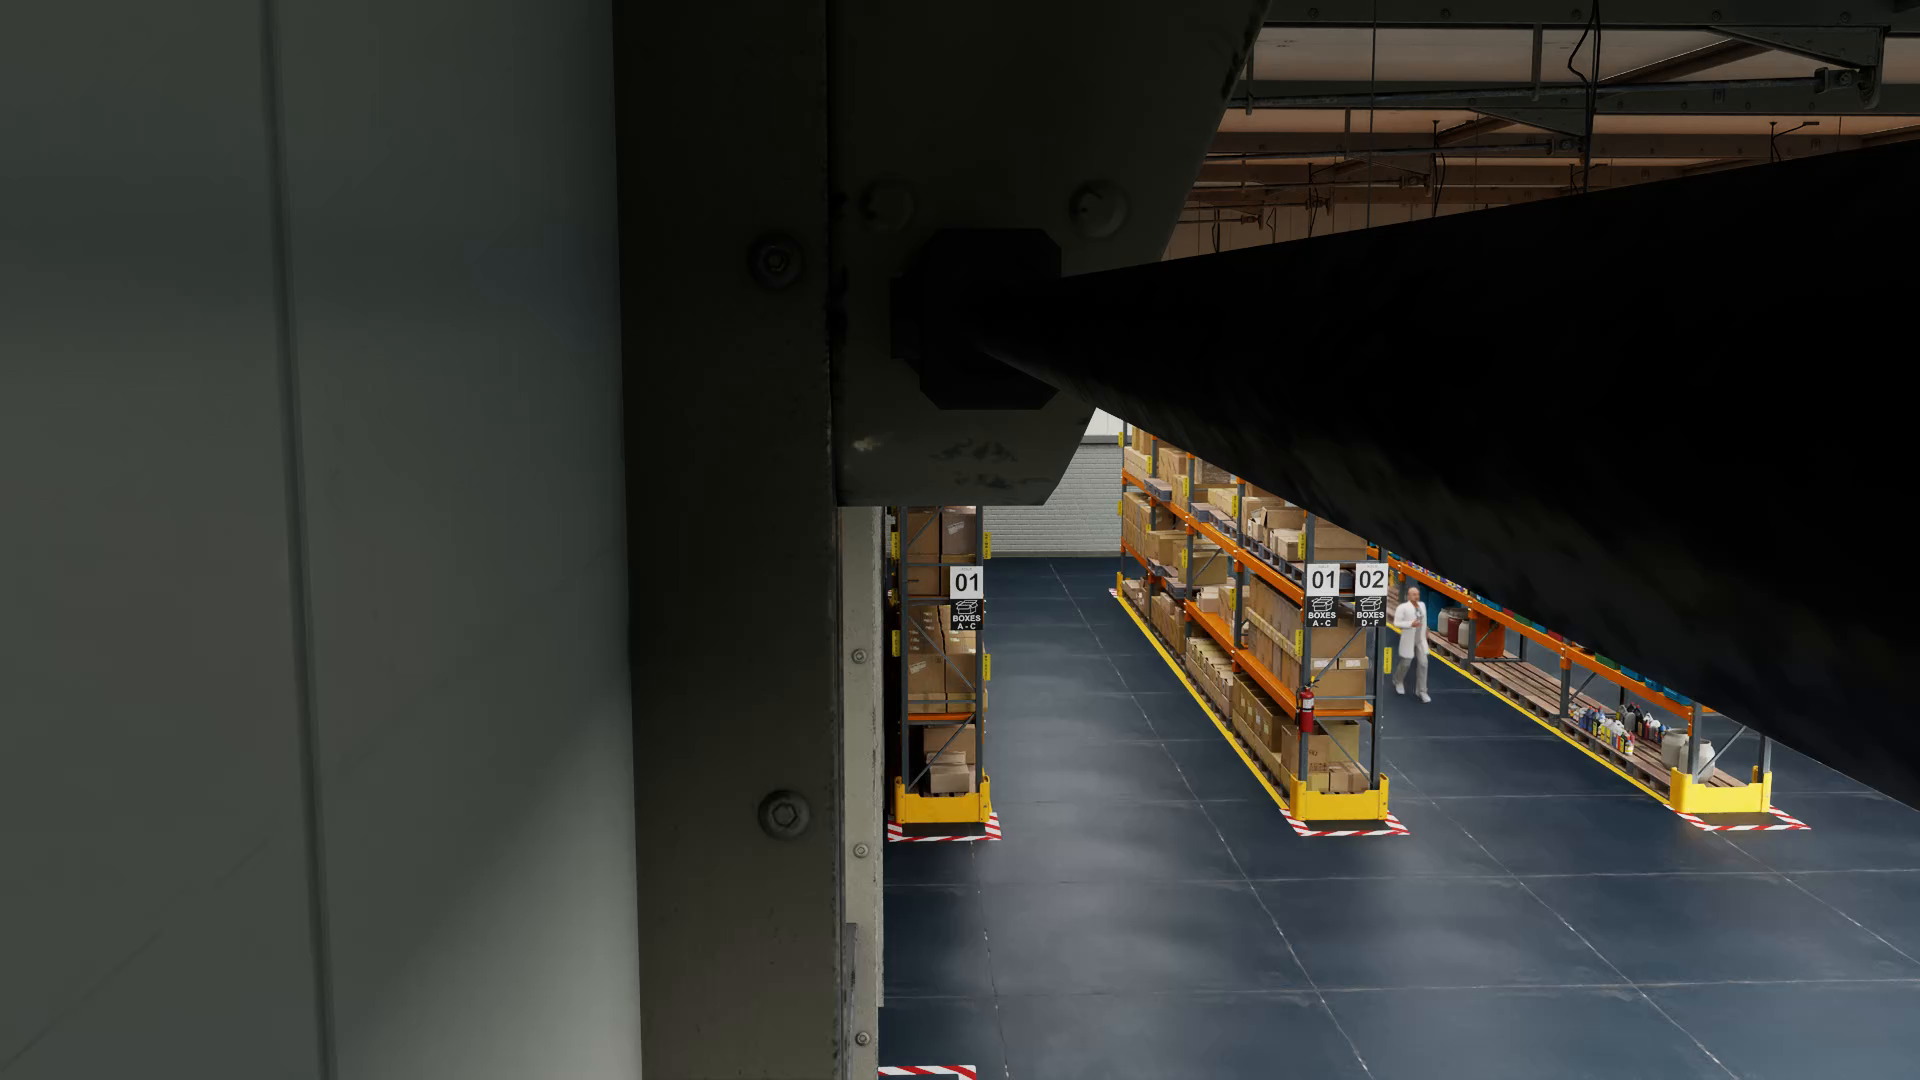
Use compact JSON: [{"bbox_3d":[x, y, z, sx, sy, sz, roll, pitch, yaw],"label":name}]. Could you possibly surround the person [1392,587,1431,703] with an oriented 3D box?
[{"bbox_3d":[7.308,1.653,26.850,0.701,1.792,0.949,-2,8,-14],"label":"person"}]
